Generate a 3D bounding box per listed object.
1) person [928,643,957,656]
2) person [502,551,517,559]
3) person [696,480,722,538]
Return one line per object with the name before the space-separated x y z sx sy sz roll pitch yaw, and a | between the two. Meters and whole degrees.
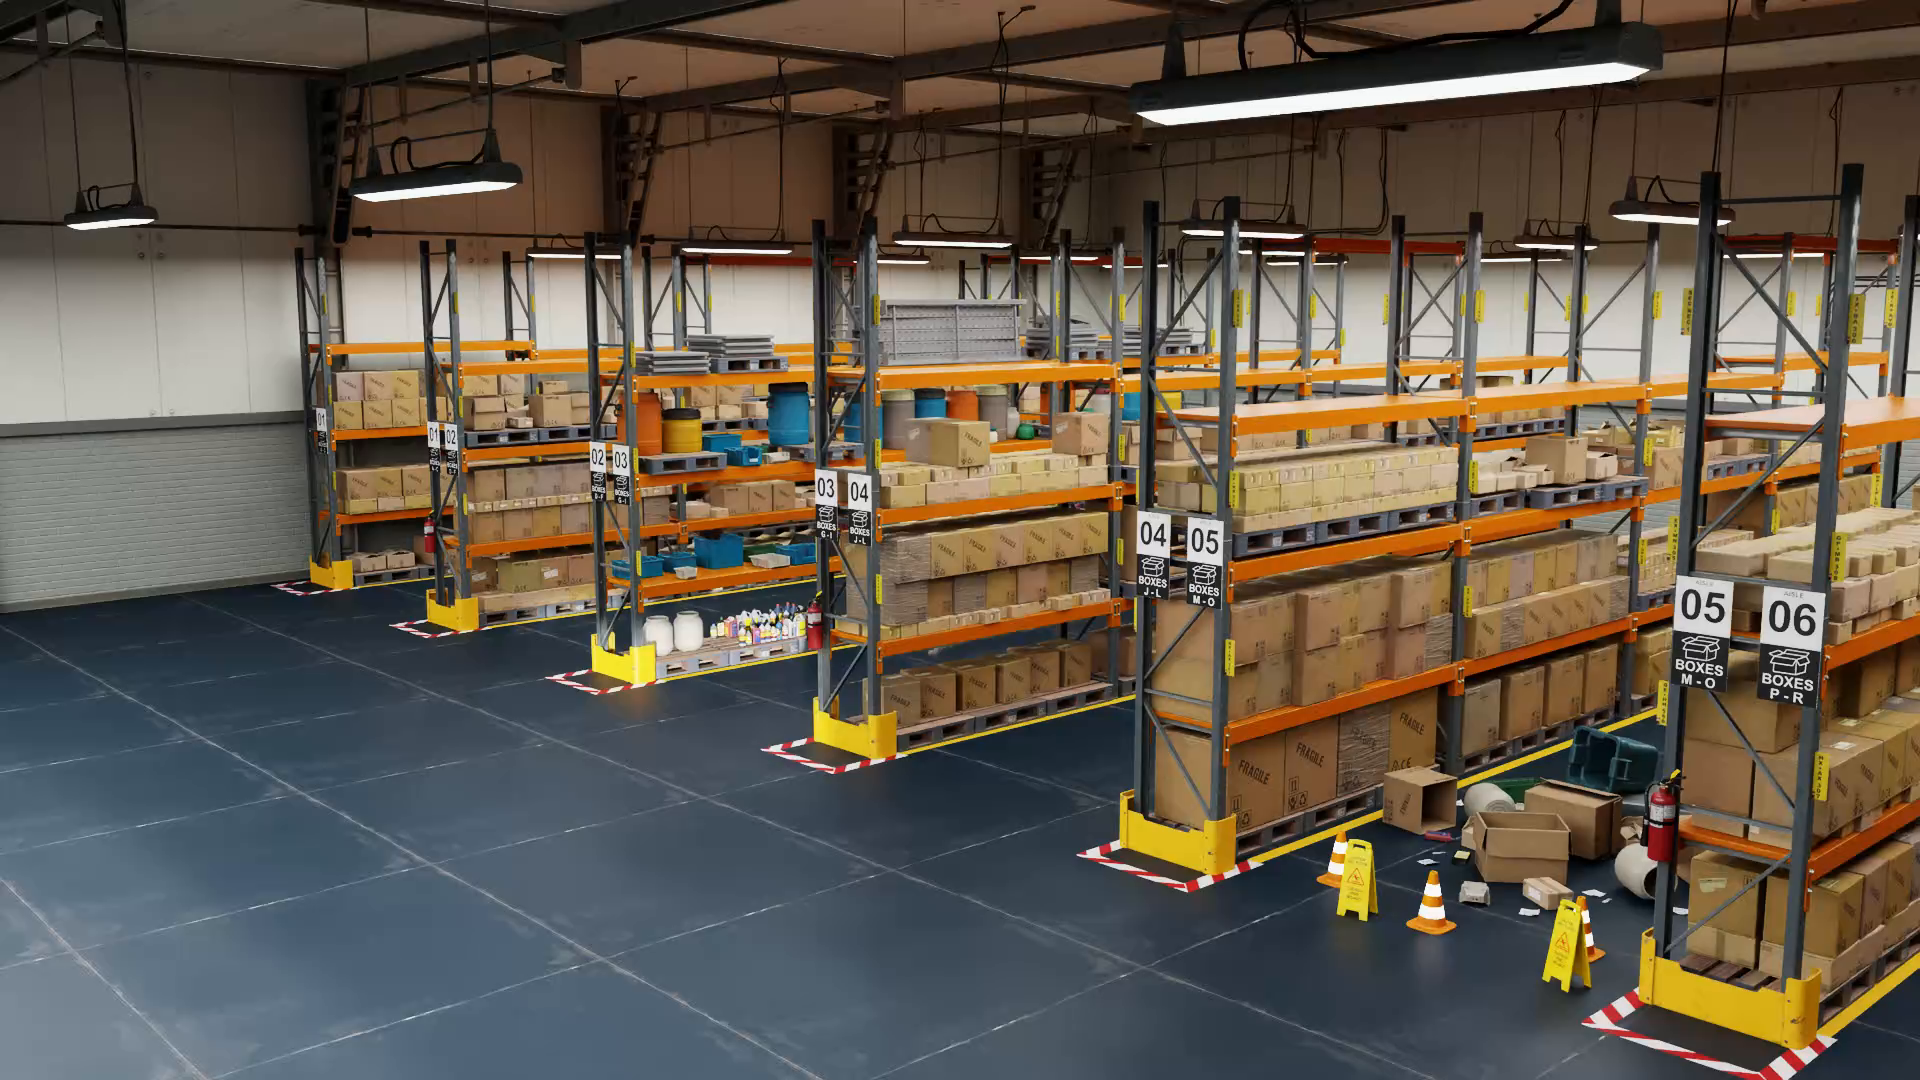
person | -0.211 0.654 22.765 0.518 1.817 0.882 6 10 33
person | -7.785 0.123 28.864 0.579 1.672 0.922 6 10 36
person | -4.668 -0.299 31.339 0.719 1.752 0.980 8 12 44
